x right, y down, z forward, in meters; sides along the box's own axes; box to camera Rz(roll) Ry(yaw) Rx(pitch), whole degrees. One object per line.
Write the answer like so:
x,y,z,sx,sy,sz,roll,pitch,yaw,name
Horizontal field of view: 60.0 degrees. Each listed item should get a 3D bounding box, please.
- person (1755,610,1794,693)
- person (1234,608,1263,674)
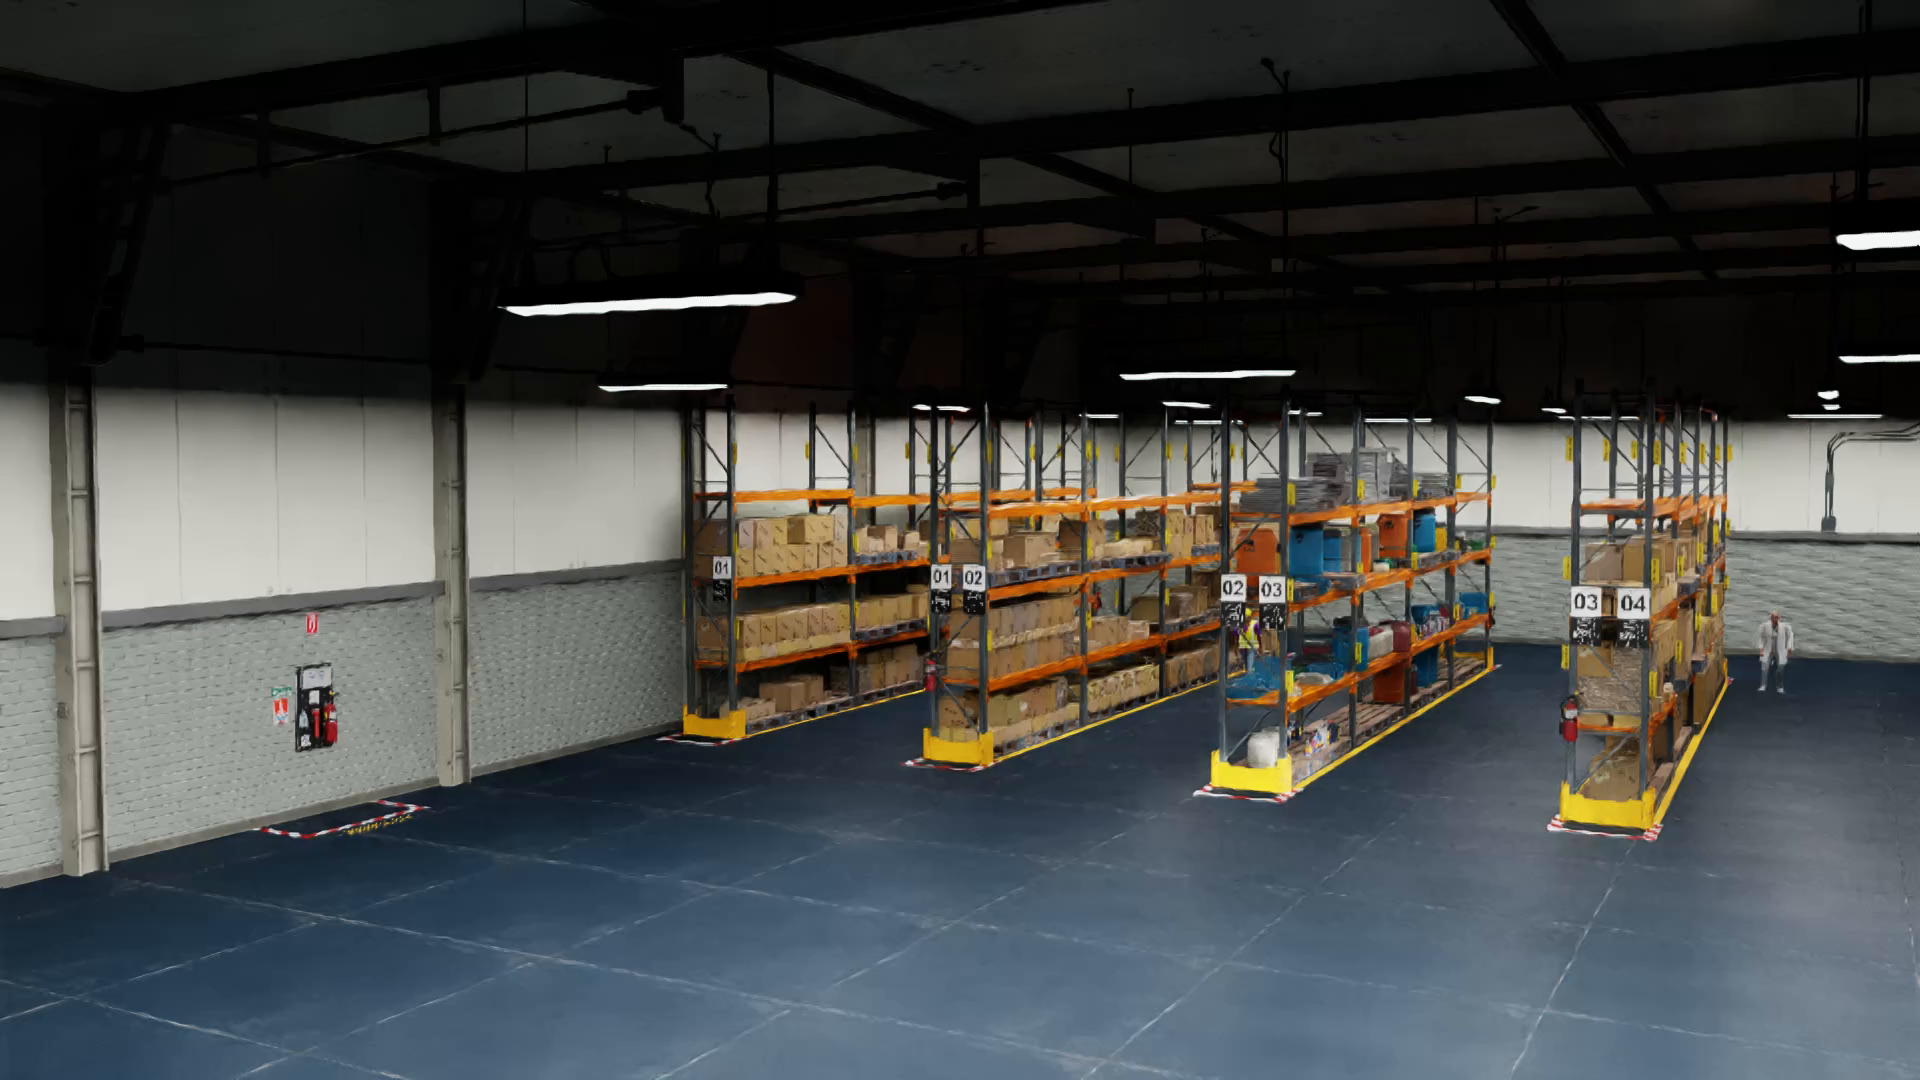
16.951,2.318,34.632,0.729,1.733,0.546,1,3,26,person
6.102,2.283,35.406,0.577,1.691,1.121,2,3,30,person
